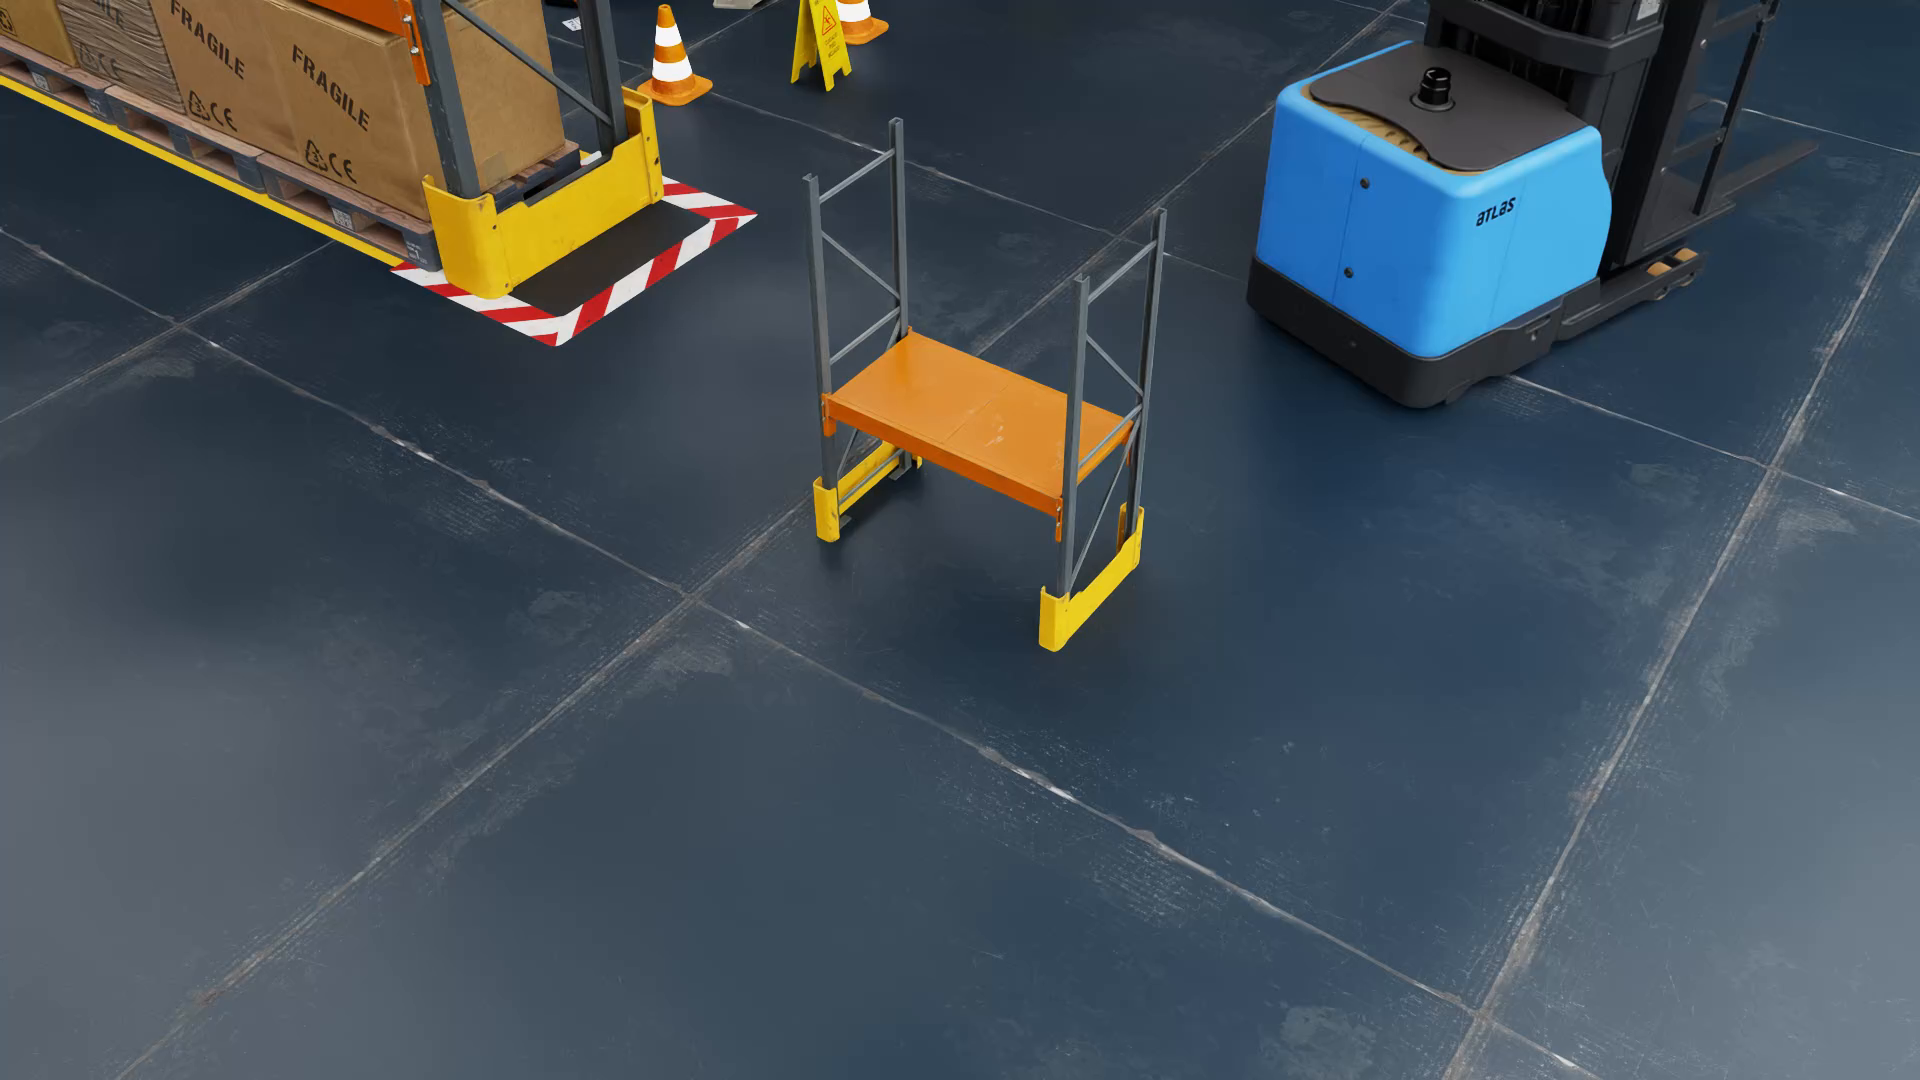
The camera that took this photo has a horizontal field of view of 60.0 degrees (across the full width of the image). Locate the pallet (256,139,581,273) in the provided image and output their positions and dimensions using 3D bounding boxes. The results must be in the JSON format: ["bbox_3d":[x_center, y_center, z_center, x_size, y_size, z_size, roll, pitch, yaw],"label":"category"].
[{"bbox_3d":[-2.617,-1.797,8.100,1.213,0.211,1.003,25,48,25],"label":"pallet"}]

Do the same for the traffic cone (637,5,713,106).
[{"bbox_3d":[-1.537,-2.606,8.815,0.334,0.463,0.336,25,48,25],"label":"traffic cone"}]

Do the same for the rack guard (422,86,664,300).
[{"bbox_3d":[-1.897,-1.632,7.699,0.348,0.500,1.175,25,48,25],"label":"rack guard"}]

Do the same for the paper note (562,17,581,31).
[{"bbox_3d":[-2.192,-2.977,9.555,0.144,0.017,0.142,-25,48,-25],"label":"paper note"}]

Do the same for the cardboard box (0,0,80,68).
[{"bbox_3d":[-4.717,-3.190,8.844,0.875,0.875,0.875,26,48,26],"label":"cardboard box"}]

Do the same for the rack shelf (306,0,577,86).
[{"bbox_3d":[-3.555,-3.070,7.971,4.000,0.370,1.077,25,48,25],"label":"rack shelf"}]

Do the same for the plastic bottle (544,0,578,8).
[{"bbox_3d":[-2.350,-3.196,9.776,0.283,0.061,0.133,10,43,11],"label":"plastic bottle"}]

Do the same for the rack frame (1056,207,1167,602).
[{"bbox_3d":[0.486,-0.332,5.496,0.032,1.500,0.500,25,48,25],"label":"rack frame"}]

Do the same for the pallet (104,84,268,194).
[{"bbox_3d":[-3.611,-2.264,8.622,1.213,0.211,1.003,25,48,25],"label":"pallet"}]

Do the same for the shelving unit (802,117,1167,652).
[{"bbox_3d":[0.062,-0.530,5.717,1.083,1.500,0.587,25,48,25],"label":"shelving unit"}]

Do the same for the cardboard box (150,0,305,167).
[{"bbox_3d":[-3.232,-2.497,8.069,0.875,0.875,0.875,24,47,25],"label":"cardboard box"}]

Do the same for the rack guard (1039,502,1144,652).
[{"bbox_3d":[0.470,0.127,5.921,0.087,0.250,0.587,25,48,25],"label":"rack guard"}]

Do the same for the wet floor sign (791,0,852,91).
[{"bbox_3d":[-0.757,-2.765,8.856,0.232,0.644,0.267,17,45,18],"label":"wet floor sign"}]

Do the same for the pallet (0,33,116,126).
[{"bbox_3d":[-4.614,-2.731,9.144,1.213,0.211,1.003,25,48,25],"label":"pallet"}]

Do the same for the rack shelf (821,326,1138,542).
[{"bbox_3d":[0.070,-0.392,5.833,1.000,0.185,0.538,25,48,25],"label":"rack shelf"}]

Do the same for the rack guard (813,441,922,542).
[{"bbox_3d":[-0.345,-0.255,6.347,0.087,0.250,0.587,25,48,25],"label":"rack guard"}]

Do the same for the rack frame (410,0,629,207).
[{"bbox_3d":[-1.917,-2.573,6.875,0.127,3.000,1.000,25,48,25],"label":"rack frame"}]

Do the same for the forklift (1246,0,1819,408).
[{"bbox_3d":[2.748,-2.424,6.761,3.031,2.935,1.130,-26,48,-26],"label":"forklift"}]

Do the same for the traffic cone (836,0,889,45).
[{"bbox_3d":[-0.609,-3.092,9.359,0.334,0.463,0.336,25,48,25],"label":"traffic cone"}]

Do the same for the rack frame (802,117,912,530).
[{"bbox_3d":[-0.346,-0.721,5.931,0.032,1.500,0.500,25,48,25],"label":"rack frame"}]

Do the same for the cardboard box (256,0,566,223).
[{"bbox_3d":[-2.510,-2.161,7.694,0.875,0.875,0.875,25,48,26],"label":"cardboard box"}]

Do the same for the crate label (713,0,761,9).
[{"bbox_3d":[-1.289,-3.238,9.766,0.298,0.136,0.250,3,42,4],"label":"crate label"}]

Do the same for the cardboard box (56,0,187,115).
[{"bbox_3d":[-3.977,-2.847,8.460,0.875,0.875,0.875,25,48,26],"label":"cardboard box"}]
